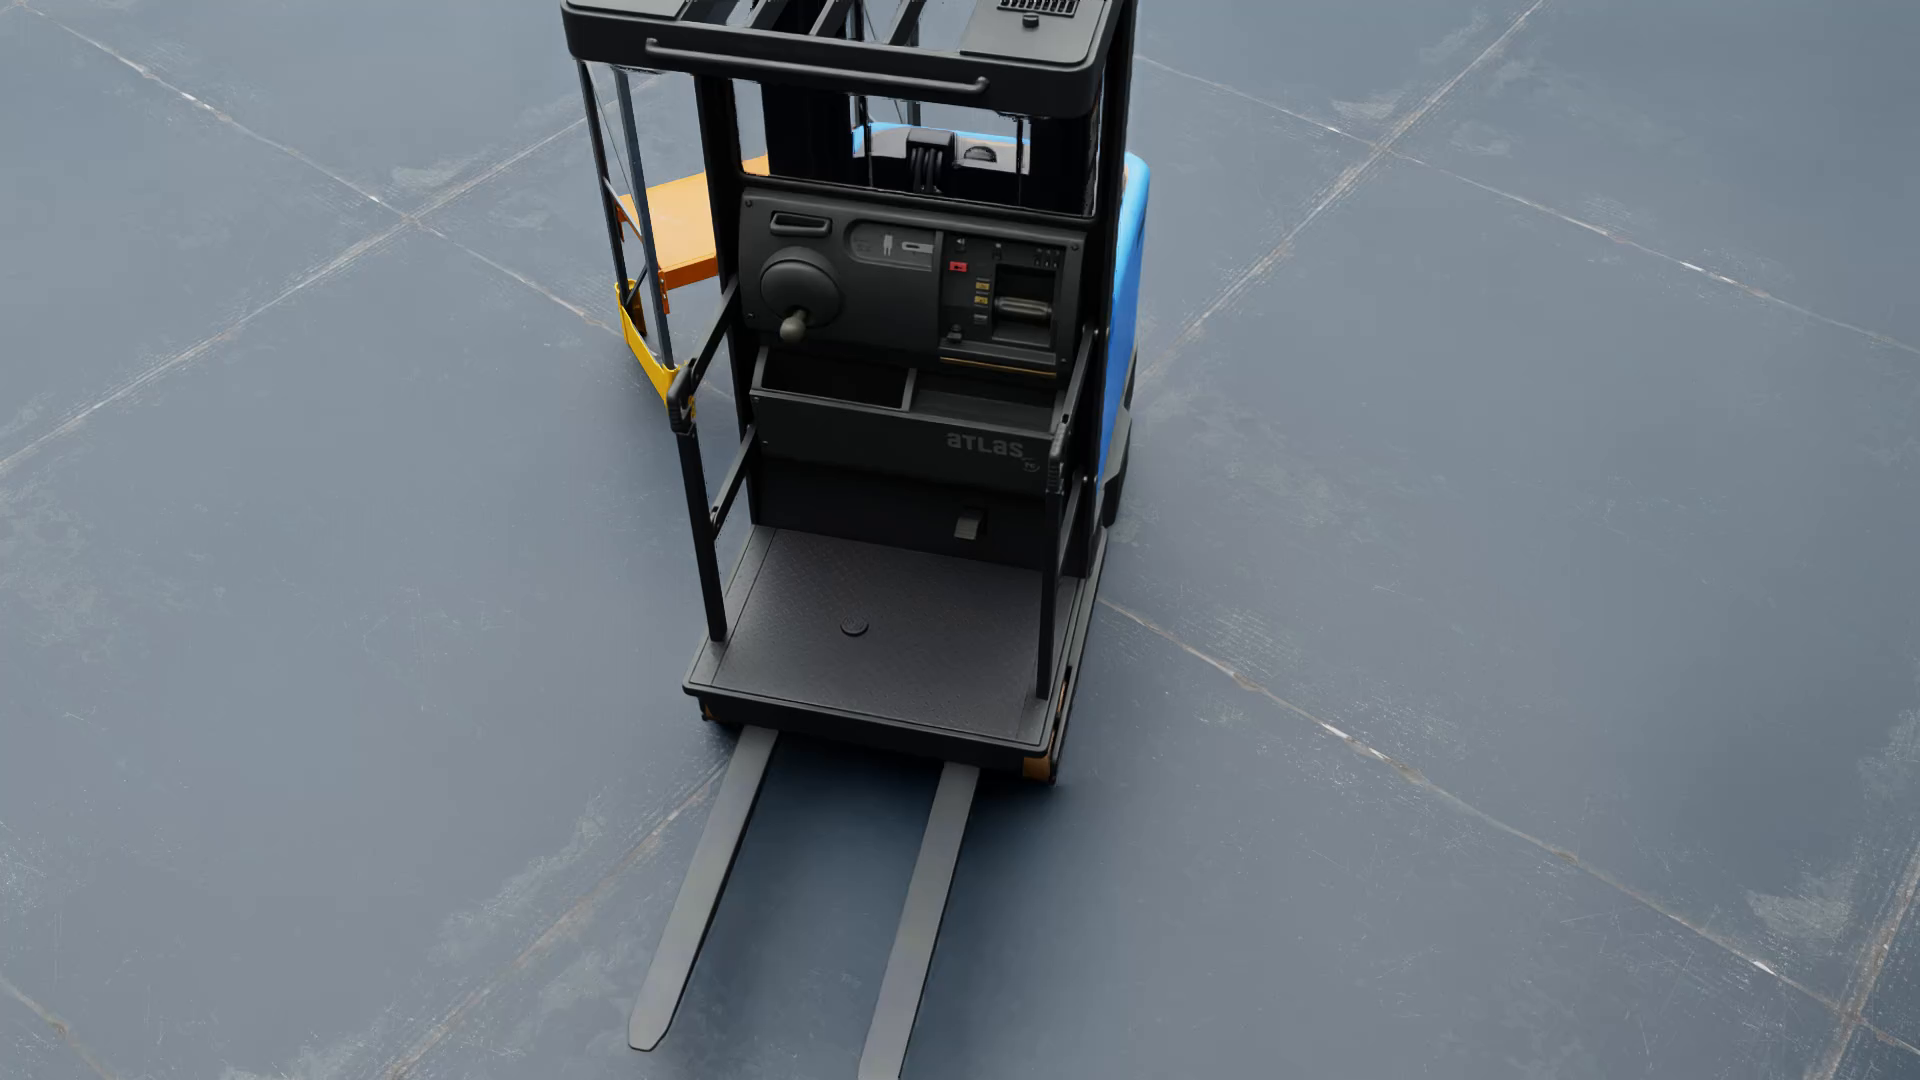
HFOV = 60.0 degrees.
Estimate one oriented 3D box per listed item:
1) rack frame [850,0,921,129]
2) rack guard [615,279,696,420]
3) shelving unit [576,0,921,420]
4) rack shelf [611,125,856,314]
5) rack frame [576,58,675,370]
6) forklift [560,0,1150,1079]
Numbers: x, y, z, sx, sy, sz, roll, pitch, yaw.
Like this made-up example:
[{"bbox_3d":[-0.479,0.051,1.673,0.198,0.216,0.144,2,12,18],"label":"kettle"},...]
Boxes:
[{"bbox_3d":[-0.267,-1.486,6.132,0.032,1.500,0.500,-21,50,-19],"label":"rack frame"},{"bbox_3d":[-1.148,-0.716,6.261,0.087,0.250,0.587,-21,50,-19],"label":"rack guard"},{"bbox_3d":[-0.708,-1.317,5.970,1.083,1.500,0.587,-21,50,-19],"label":"shelving unit"},{"bbox_3d":[-0.716,-1.189,6.098,1.000,0.185,0.538,-21,50,-19],"label":"rack shelf"},{"bbox_3d":[-1.165,-1.141,5.803,0.032,1.500,0.500,-21,50,-19],"label":"rack frame"},{"bbox_3d":[-0.183,-0.588,4.285,1.130,2.935,3.031,9,47,9],"label":"forklift"}]
